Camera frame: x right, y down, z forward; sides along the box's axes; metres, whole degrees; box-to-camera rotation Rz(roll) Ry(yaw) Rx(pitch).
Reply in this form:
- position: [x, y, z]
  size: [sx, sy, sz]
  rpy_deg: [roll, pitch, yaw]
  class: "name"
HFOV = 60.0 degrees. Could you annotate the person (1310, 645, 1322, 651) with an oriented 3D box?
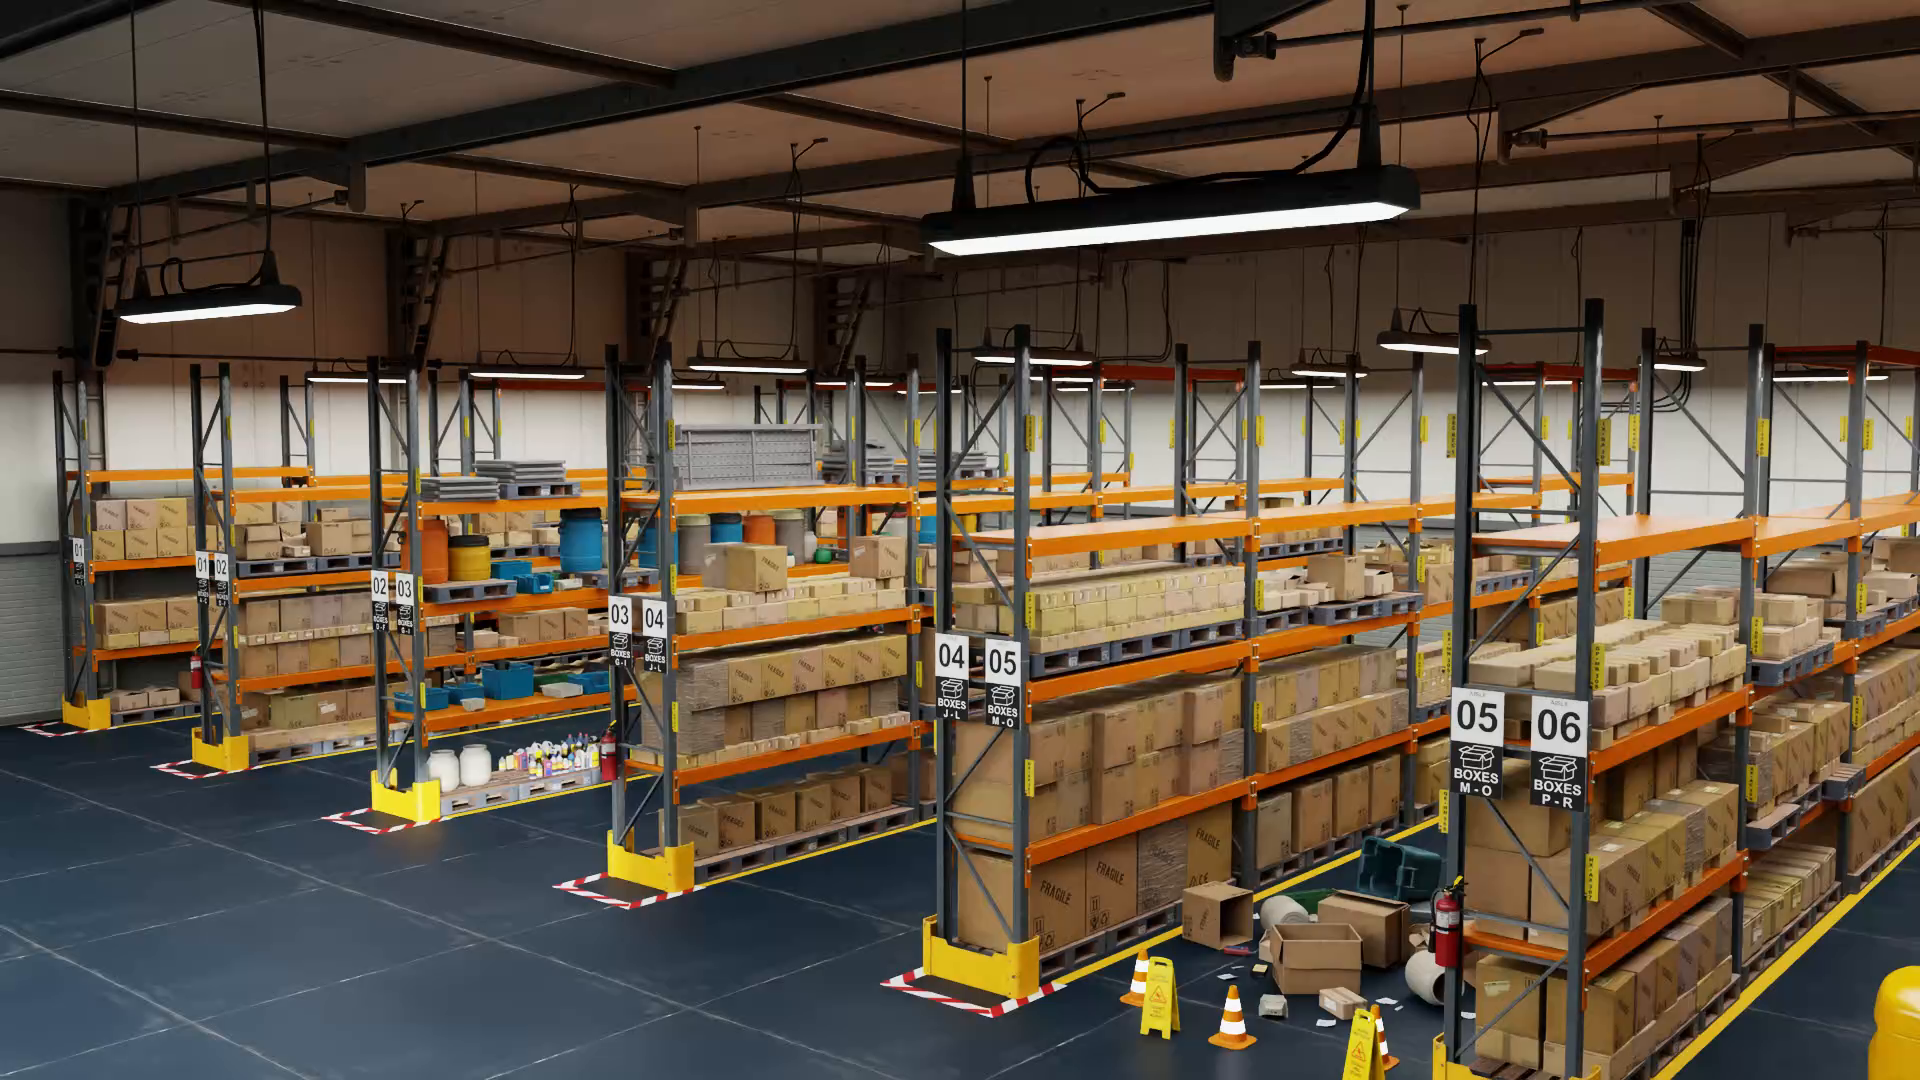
- position: [5.456, 2.470, 25.977]
  size: [0.727, 1.661, 0.527]
  rpy_deg: [0, 4, 4]
  class: "person"
